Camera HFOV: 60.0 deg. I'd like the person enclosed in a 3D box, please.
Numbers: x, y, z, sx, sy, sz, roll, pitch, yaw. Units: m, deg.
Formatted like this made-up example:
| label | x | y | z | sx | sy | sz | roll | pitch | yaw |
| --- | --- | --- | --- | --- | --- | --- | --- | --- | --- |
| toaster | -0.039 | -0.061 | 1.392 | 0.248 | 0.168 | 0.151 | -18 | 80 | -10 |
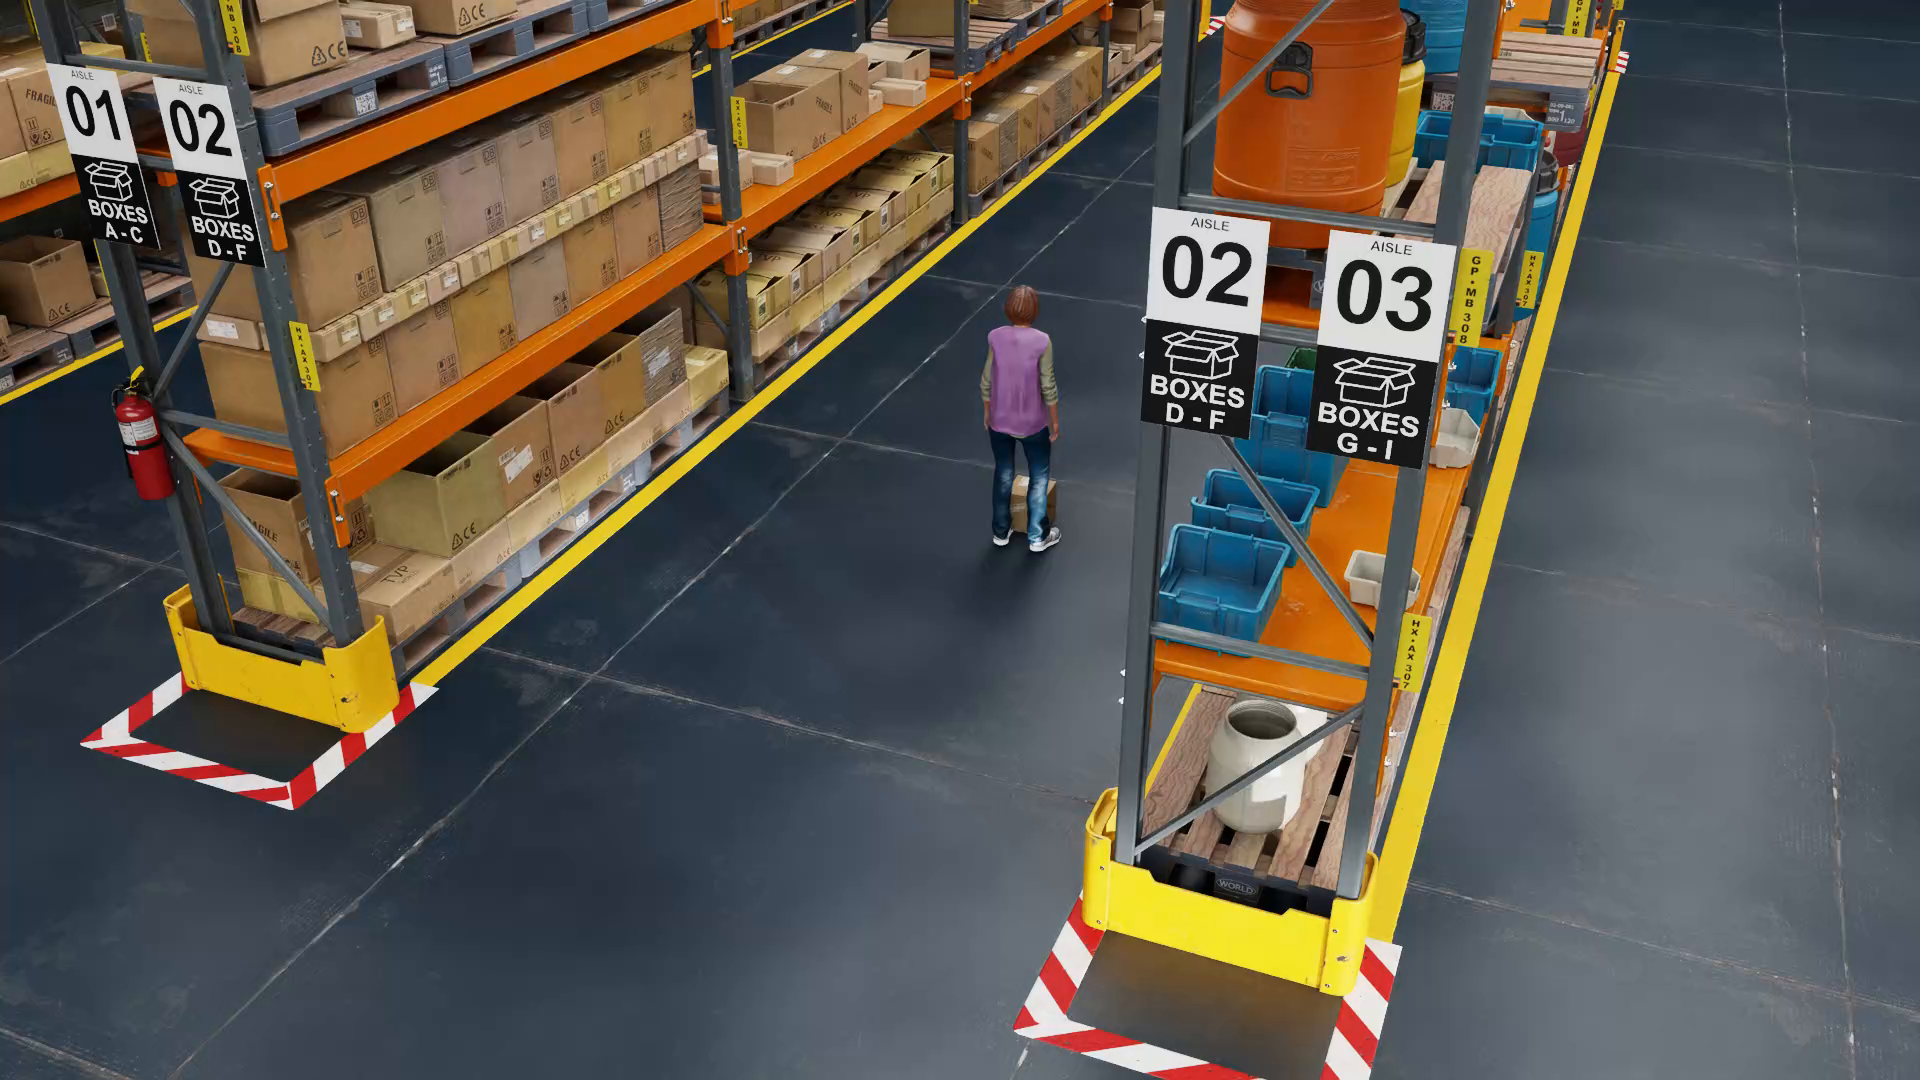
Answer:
| label | x | y | z | sx | sy | sz | roll | pitch | yaw |
| --- | --- | --- | --- | --- | --- | --- | --- | --- | --- |
| person | 0.347 | -0.683 | 9.577 | 0.468 | 1.593 | 0.350 | 11 | 32 | 19 |
